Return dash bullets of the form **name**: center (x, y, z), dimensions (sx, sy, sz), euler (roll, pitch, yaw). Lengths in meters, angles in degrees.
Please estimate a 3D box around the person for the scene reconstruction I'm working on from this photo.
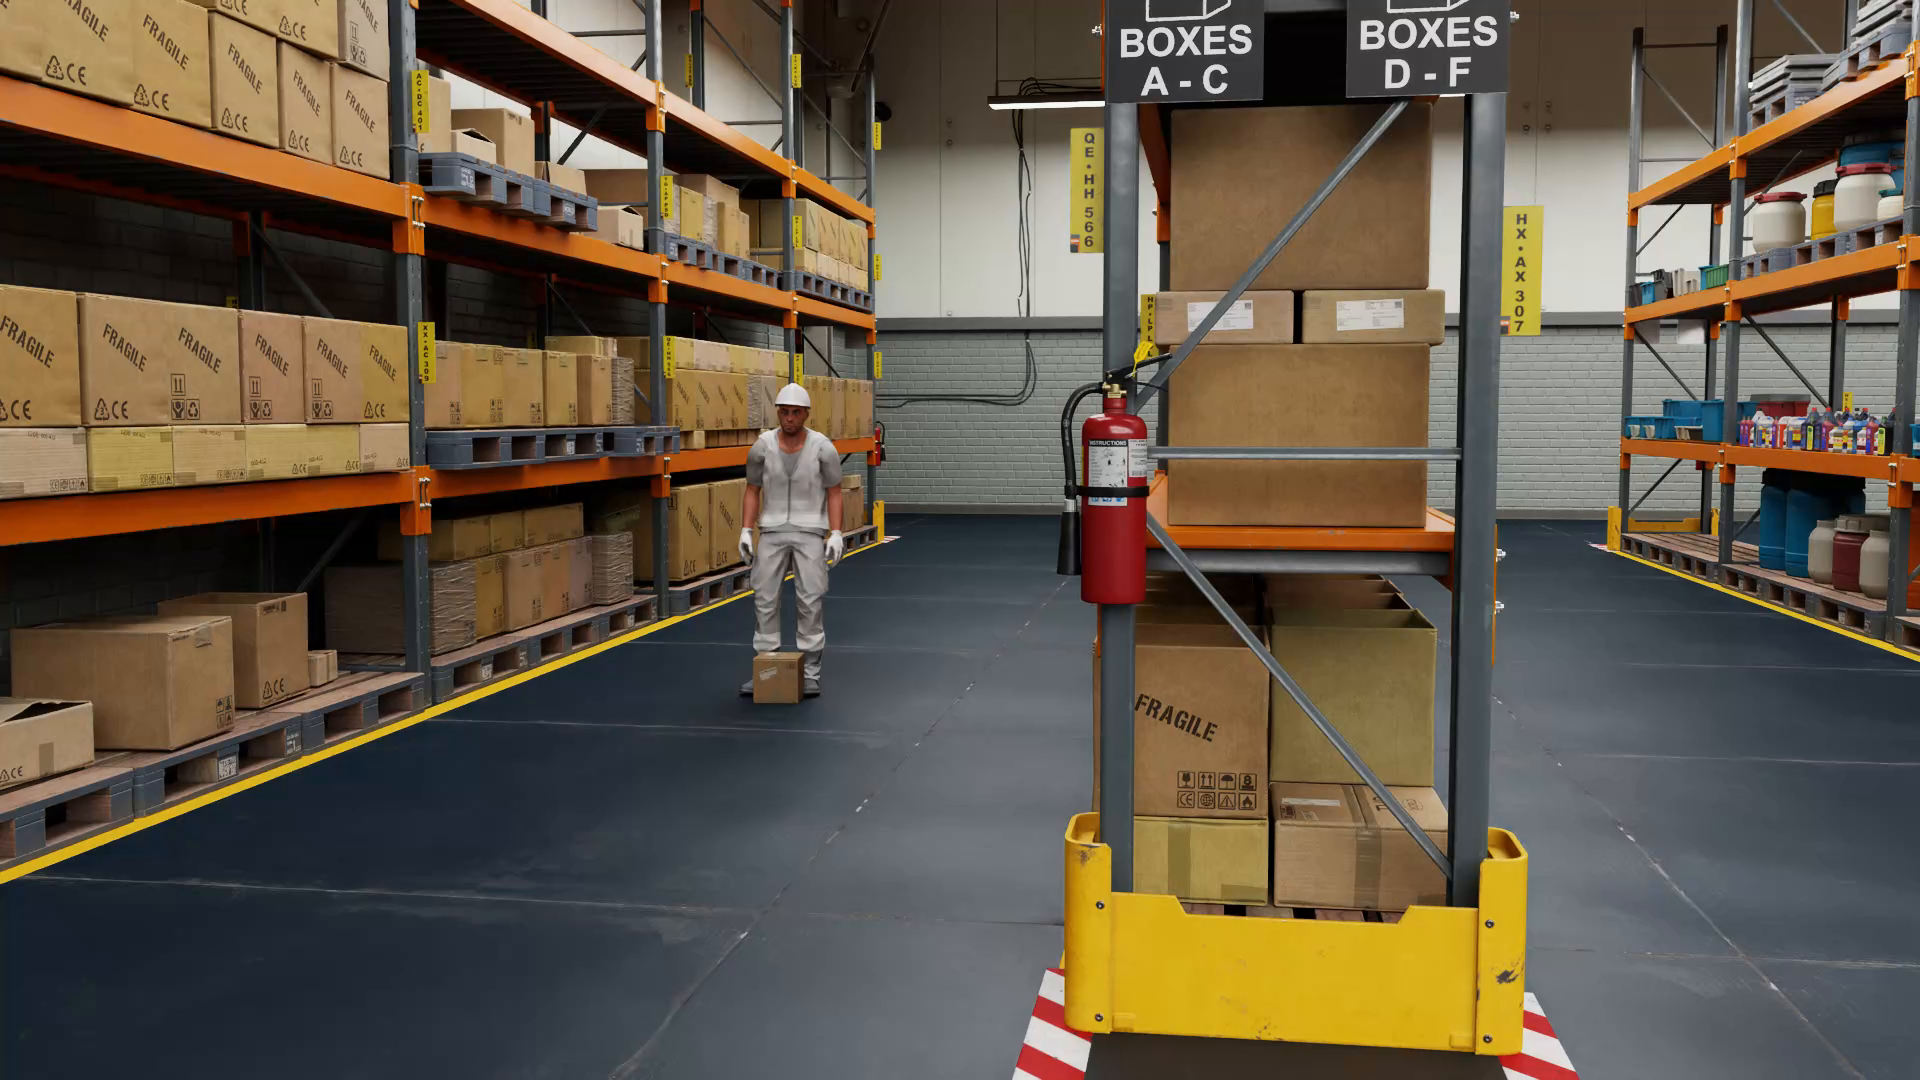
- **person**: center (-0.964, -0.003, 9.524), dimensions (0.617, 1.778, 0.453), euler (0, 4, 5)
